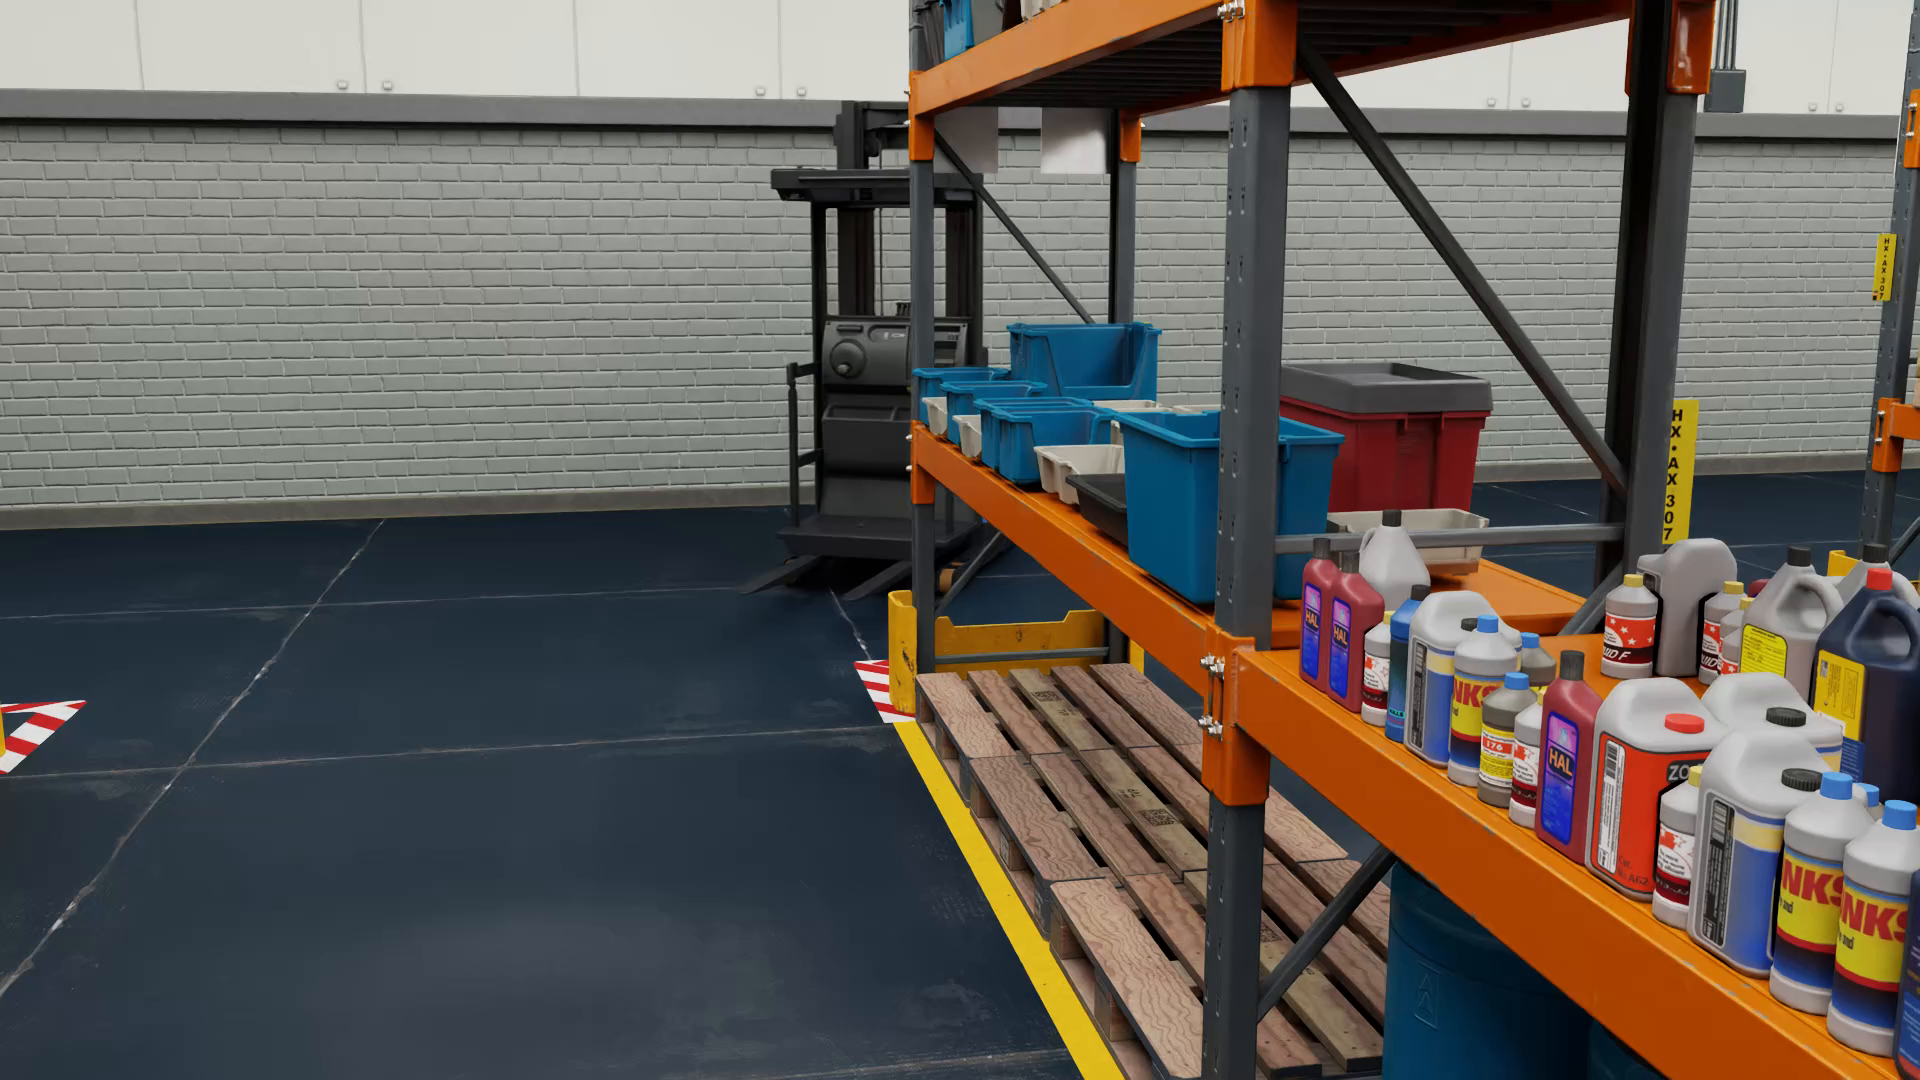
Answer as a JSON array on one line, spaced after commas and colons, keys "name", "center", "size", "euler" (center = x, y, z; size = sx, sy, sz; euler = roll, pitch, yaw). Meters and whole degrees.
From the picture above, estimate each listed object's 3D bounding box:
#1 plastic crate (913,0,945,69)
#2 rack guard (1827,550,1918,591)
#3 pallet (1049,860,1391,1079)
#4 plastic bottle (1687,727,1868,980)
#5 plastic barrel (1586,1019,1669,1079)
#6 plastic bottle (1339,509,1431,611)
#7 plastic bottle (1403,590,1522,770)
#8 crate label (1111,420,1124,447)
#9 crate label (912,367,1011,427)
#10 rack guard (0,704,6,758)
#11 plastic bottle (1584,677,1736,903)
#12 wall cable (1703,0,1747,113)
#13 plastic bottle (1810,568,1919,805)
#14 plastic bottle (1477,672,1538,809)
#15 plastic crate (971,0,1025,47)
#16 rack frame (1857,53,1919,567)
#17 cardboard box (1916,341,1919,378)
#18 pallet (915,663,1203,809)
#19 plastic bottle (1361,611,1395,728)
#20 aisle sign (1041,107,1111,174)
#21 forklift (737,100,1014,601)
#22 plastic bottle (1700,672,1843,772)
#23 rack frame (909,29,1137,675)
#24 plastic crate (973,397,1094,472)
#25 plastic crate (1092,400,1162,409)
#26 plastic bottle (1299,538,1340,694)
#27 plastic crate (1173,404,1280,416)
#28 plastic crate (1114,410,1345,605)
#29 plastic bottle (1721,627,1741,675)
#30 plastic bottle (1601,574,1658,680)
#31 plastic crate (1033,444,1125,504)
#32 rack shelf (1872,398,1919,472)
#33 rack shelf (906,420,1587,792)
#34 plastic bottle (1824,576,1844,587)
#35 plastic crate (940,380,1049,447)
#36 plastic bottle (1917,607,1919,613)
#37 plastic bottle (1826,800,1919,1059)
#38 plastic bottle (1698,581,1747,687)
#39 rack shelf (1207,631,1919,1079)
[{"name": "plastic crate", "center": [0.082, -2.058, 6.814], "size": [0.497, 0.269, 0.590], "euler": [-2, 11, -11]}, {"name": "rack guard", "center": [5.134, 0.314, 8.709], "size": [1.175, 0.500, 0.348], "euler": [-2, 11, -11]}, {"name": "pallet", "center": [0.878, 1.241, 4.614], "size": [1.003, 0.211, 1.213], "euler": [-2, 11, -11]}, {"name": "plastic bottle", "center": [1.000, 0.376, 2.029], "size": [0.152, 0.276, 0.135], "euler": [-2, 11, -11]}, {"name": "plastic barrel", "center": [1.286, 1.059, 2.599], "size": [0.600, 0.901, 0.708], "euler": [-2, 11, -11]}, {"name": "plastic bottle", "center": [0.817, 0.112, 3.216], "size": [0.144, 0.351, 0.185], "euler": [-2, 11, -11]}, {"name": "plastic bottle", "center": [0.846, 0.231, 2.792], "size": [0.152, 0.276, 0.135], "euler": [-2, 11, -11]}, {"name": "crate label", "center": [0.737, -0.382, 6.228], "size": [0.396, 0.136, 0.243], "euler": [-2, 11, -11]}, {"name": "crate label", "center": [0.006, -0.619, 7.215], "size": [0.416, 0.233, 0.303], "euler": [-2, 11, -11]}, {"name": "rack guard", "center": [-4.564, 0.692, 6.724], "size": [1.175, 0.500, 0.348], "euler": [-2, 11, -11]}, {"name": "plastic bottle", "center": [0.955, 0.334, 2.252], "size": [0.152, 0.276, 0.135], "euler": [-2, 11, -11]}, {"name": "wall cable", "center": [7.420, -6.599, 13.698], "size": [2.277, 5.999, 0.120], "euler": [-2, 11, -11]}, {"name": "plastic bottle", "center": [1.453, 0.224, 2.628], "size": [0.144, 0.351, 0.185], "euler": [-2, 11, -11]}, {"name": "plastic bottle", "center": [0.861, 0.308, 2.588], "size": [0.097, 0.201, 0.097], "euler": [0, 11, 0]}, {"name": "plastic crate", "center": [0.308, -1.882, 5.707], "size": [0.504, 0.338, 0.767], "euler": [-2, 11, -11]}, {"name": "rack frame", "center": [5.139, -0.909, 8.453], "size": [1.000, 3.000, 0.127], "euler": [-2, 11, -11]}, {"name": "cardboard box", "center": [4.968, -0.884, 7.925], "size": [0.500, 0.250, 0.500], "euler": [-2, 11, -13]}, {"name": "pallet", "center": [0.403, 0.793, 6.965], "size": [1.003, 0.211, 1.213], "euler": [-2, 11, -11]}, {"name": "plastic bottle", "center": [0.778, 0.230, 2.999], "size": [0.097, 0.201, 0.097], "euler": [0, 11, 0]}, {"name": "aisle sign", "center": [0.554, -2.030, 7.388], "size": [0.394, 0.787, 0.004], "euler": [-2, 11, -11]}, {"name": "forklift", "center": [-0.464, -1.190, 10.109], "size": [1.130, 2.935, 3.031], "euler": [3, 11, 16]}, {"name": "plastic bottle", "center": [1.104, 0.328, 2.281], "size": [0.152, 0.276, 0.135], "euler": [-2, 11, -11]}, {"name": "rack frame", "center": [0.281, -0.729, 7.506], "size": [1.000, 3.000, 0.127], "euler": [-2, 11, -11]}, {"name": "plastic crate", "center": [0.262, -0.378, 5.947], "size": [0.416, 0.233, 0.300], "euler": [-2, 11, -11]}, {"name": "plastic crate", "center": [0.617, -0.486, 6.774], "size": [0.396, 0.136, 0.243], "euler": [-2, 11, -11]}, {"name": "plastic bottle", "center": [0.712, 0.144, 3.228], "size": [0.061, 0.283, 0.133], "euler": [-2, 11, -11]}, {"name": "plastic crate", "center": [0.942, -0.254, 5.164], "size": [0.437, 0.282, 0.530], "euler": [-2, 11, -11]}, {"name": "plastic crate", "center": [0.633, -0.091, 4.032], "size": [0.392, 0.384, 0.575], "euler": [-2, 11, -11]}, {"name": "plastic bottle", "center": [1.405, 0.237, 2.959], "size": [0.097, 0.201, 0.097], "euler": [0, 11, 0]}, {"name": "plastic bottle", "center": [1.334, 0.170, 3.311], "size": [0.097, 0.201, 0.097], "euler": [0, 11, 0]}, {"name": "plastic crate", "center": [0.425, -0.204, 5.291], "size": [0.293, 0.136, 0.466], "euler": [-2, 11, -11]}, {"name": "rack shelf", "center": [5.528, -0.189, 6.593], "size": [1.077, 0.370, 4.000], "euler": [-2, 11, -11]}, {"name": "rack shelf", "center": [0.670, -0.009, 5.646], "size": [1.077, 0.370, 4.000], "euler": [-2, 11, -11]}, {"name": "plastic bottle", "center": [1.524, 0.193, 2.993], "size": [0.152, 0.276, 0.135], "euler": [-2, 11, -11]}, {"name": "plastic crate", "center": [0.134, -0.499, 6.581], "size": [0.416, 0.233, 0.300], "euler": [-2, 11, -11]}, {"name": "plastic bottle", "center": [1.594, 0.219, 2.655], "size": [0.144, 0.351, 0.185], "euler": [-2, 11, -11]}, {"name": "plastic bottle", "center": [1.015, 0.419, 1.818], "size": [0.097, 0.271, 0.097], "euler": [0, 11, 0]}, {"name": "plastic bottle", "center": [1.502, 0.183, 3.246], "size": [0.097, 0.201, 0.097], "euler": [0, 11, 0]}, {"name": "rack shelf", "center": [1.448, 0.724, 1.792], "size": [1.077, 0.370, 4.000], "euler": [-2, 11, -11]}]
